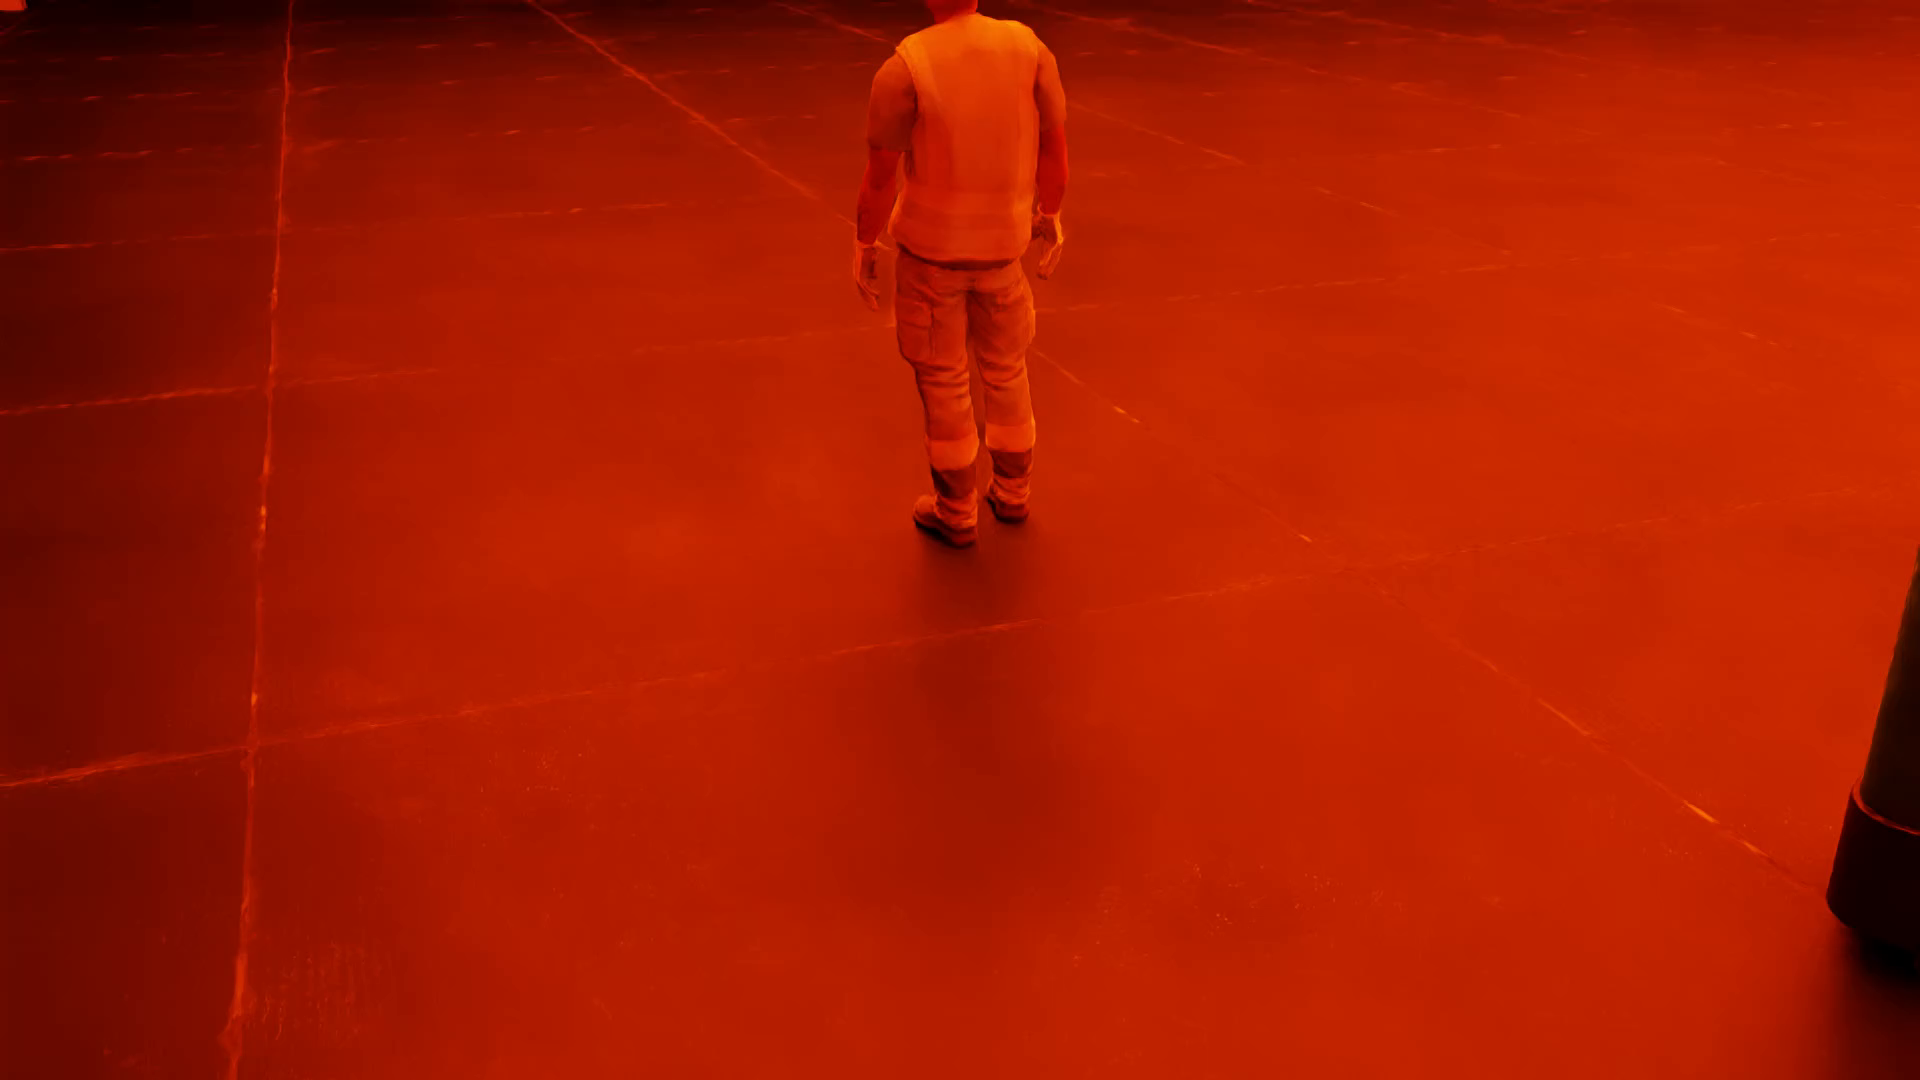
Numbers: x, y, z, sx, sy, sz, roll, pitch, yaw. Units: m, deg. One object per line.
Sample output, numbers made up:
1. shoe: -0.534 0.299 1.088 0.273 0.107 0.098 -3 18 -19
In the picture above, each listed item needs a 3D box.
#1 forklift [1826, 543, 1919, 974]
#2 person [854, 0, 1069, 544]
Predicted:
1. forklift: 3.114 -0.330 2.084 3.031 2.935 1.130 19 29 38
2. person: -0.017 -0.862 4.803 0.637 1.787 0.563 -8 24 -18
